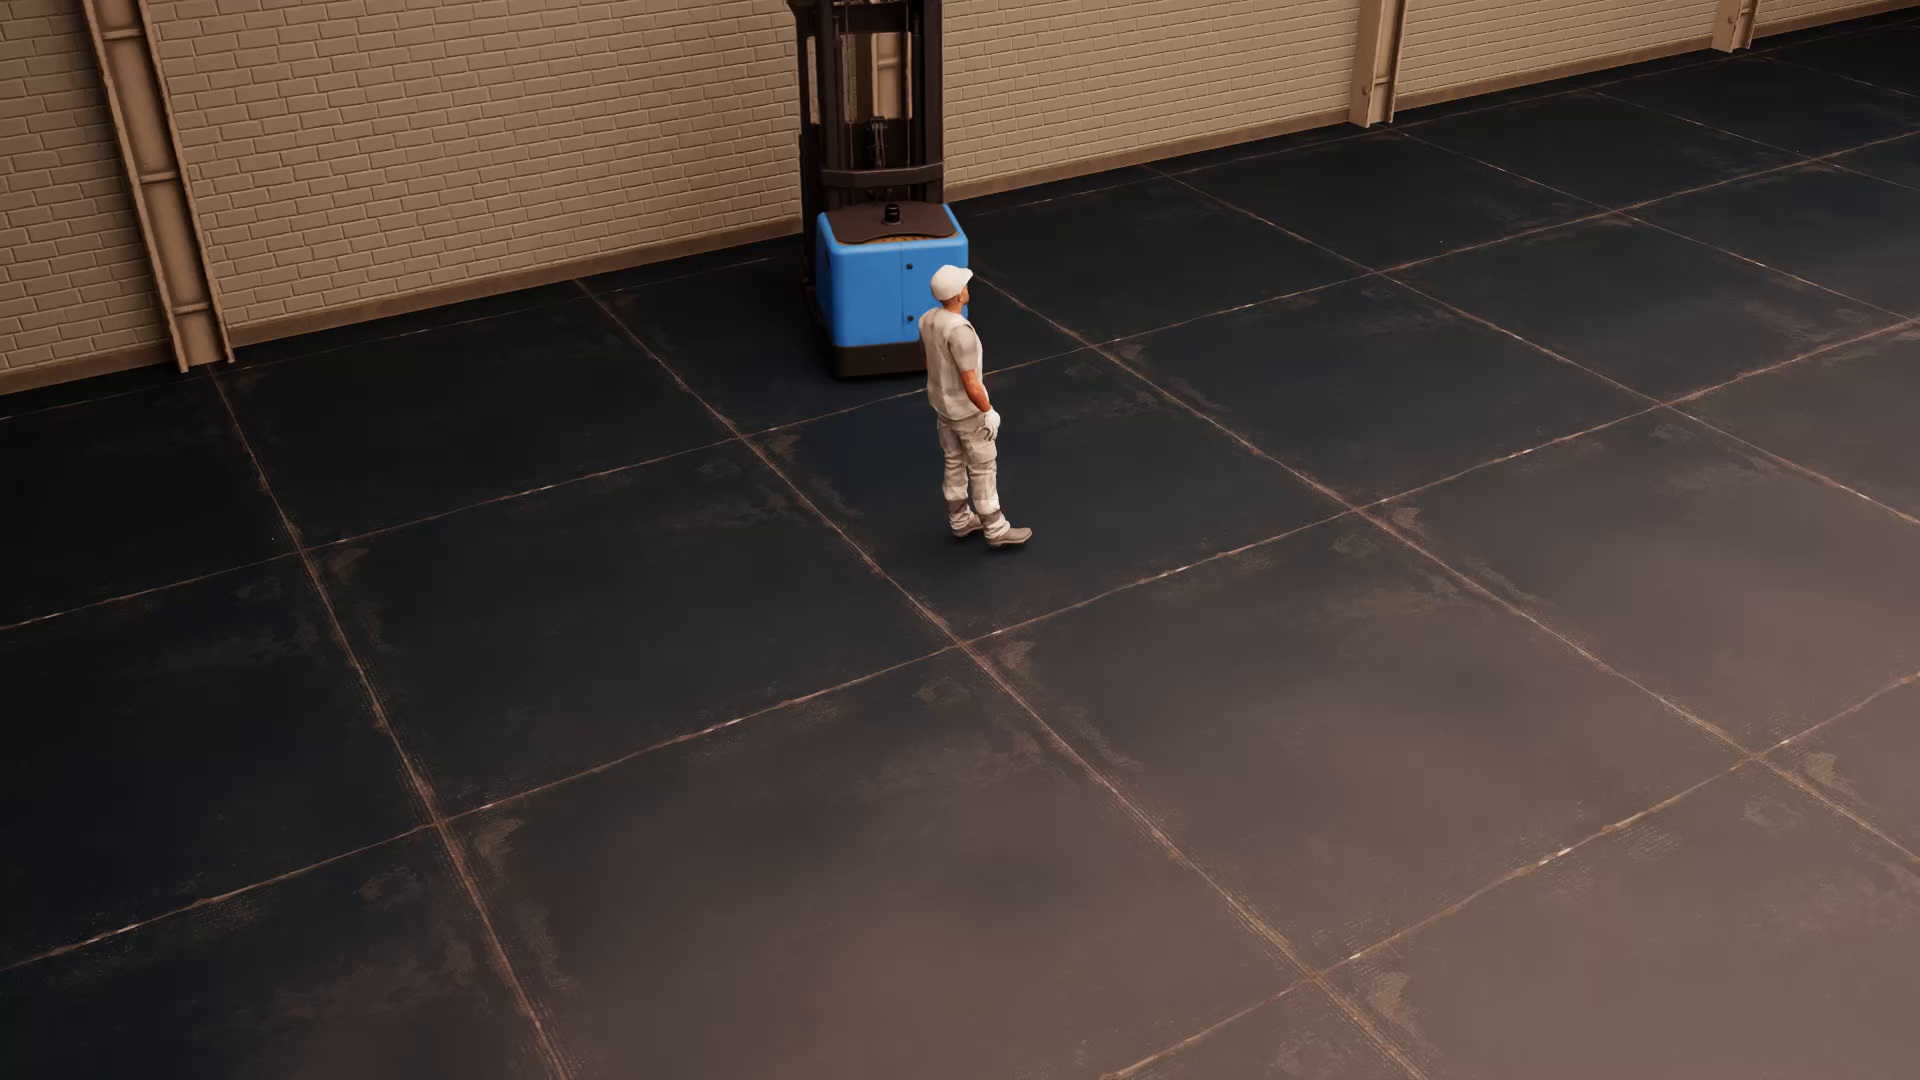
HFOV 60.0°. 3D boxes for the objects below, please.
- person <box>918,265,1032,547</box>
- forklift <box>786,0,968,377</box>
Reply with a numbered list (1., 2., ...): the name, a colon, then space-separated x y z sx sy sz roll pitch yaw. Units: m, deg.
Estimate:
1. person: 0.075 -0.825 10.044 0.561 1.789 0.638 -17 35 -26
2. forklift: -0.724 -3.217 13.020 1.130 2.935 3.031 -6 31 -10
